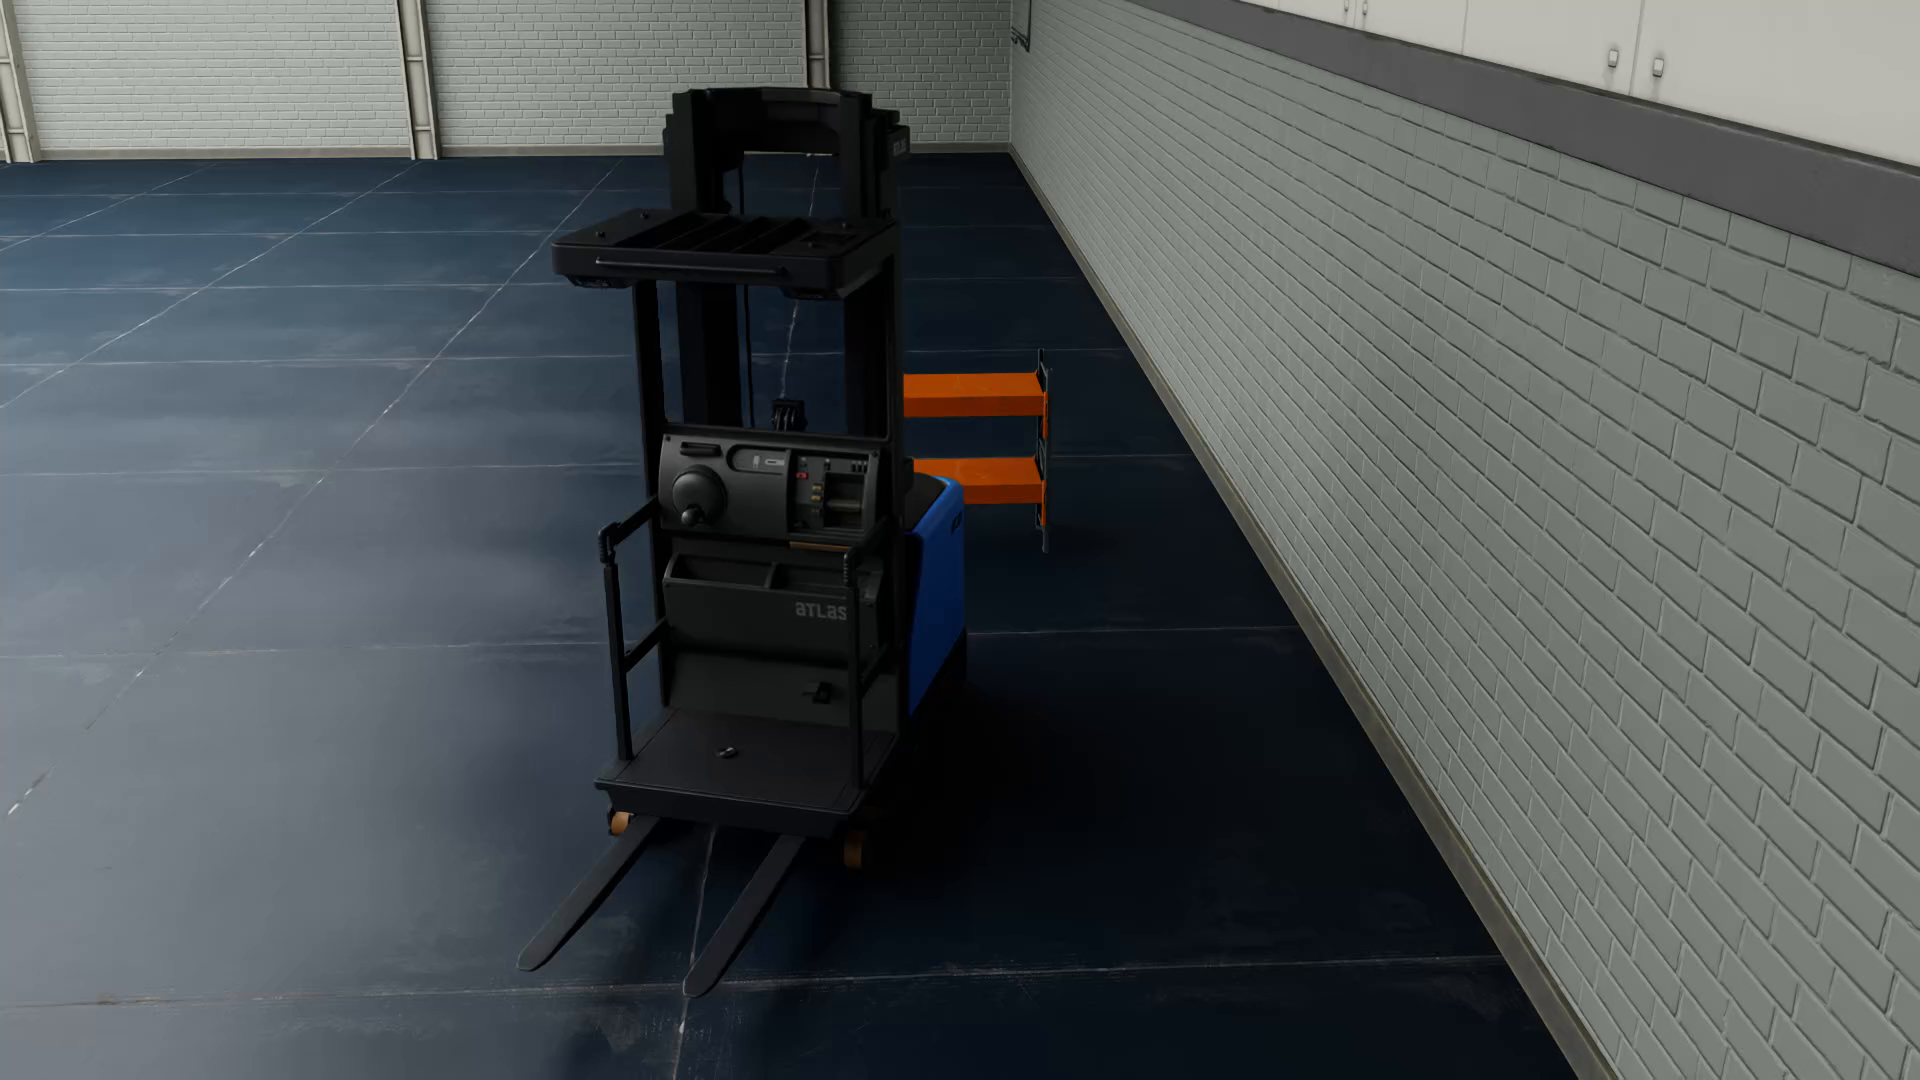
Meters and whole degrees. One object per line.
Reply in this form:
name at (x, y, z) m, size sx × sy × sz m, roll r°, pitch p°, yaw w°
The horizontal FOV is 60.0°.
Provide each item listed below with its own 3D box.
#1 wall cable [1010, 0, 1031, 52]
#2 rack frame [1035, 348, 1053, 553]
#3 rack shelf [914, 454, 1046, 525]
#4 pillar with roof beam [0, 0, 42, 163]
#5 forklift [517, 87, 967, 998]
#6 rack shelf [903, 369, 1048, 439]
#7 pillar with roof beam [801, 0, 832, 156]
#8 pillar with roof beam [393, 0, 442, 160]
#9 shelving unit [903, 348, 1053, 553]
wall cable at (0.828, -8.328, 23.712) m, size 0.112 × 2.526 × 3.097 m, roll -1°, pitch 21°, yaw -3°
rack frame at (0.501, -0.536, 9.948) m, size 0.032 × 1.125 × 0.500 m, roll -1°, pitch 21°, yaw -3°
rack shelf at (-0.007, -0.297, 10.007) m, size 1.000 × 0.278 × 0.538 m, roll -1°, pitch 21°, yaw -3°
pillar with roof beam at (-13.923, -8.416, 19.580) m, size 0.400 × 9.000 × 9.100 m, roll -1°, pitch 21°, yaw -3°
forklift at (-0.821, -0.197, 6.519) m, size 1.130 × 2.935 × 3.031 m, roll 5°, pitch 21°, yaw 13°
rack shelf at (-0.007, -0.799, 9.816) m, size 1.000 × 0.278 × 0.538 m, roll -1°, pitch 21°, yaw -3°
pillar with roof beam at (-1.943, -8.660, 20.220) m, size 0.400 × 9.000 × 9.100 m, roll -1°, pitch 21°, yaw -3°
pillar with roof beam at (-7.933, -8.538, 19.900) m, size 0.400 × 9.000 × 9.100 m, roll -1°, pitch 21°, yaw -3°
shelving unit at (-0.007, -0.526, 9.920) m, size 1.048 × 1.125 × 0.538 m, roll -1°, pitch 21°, yaw -3°
